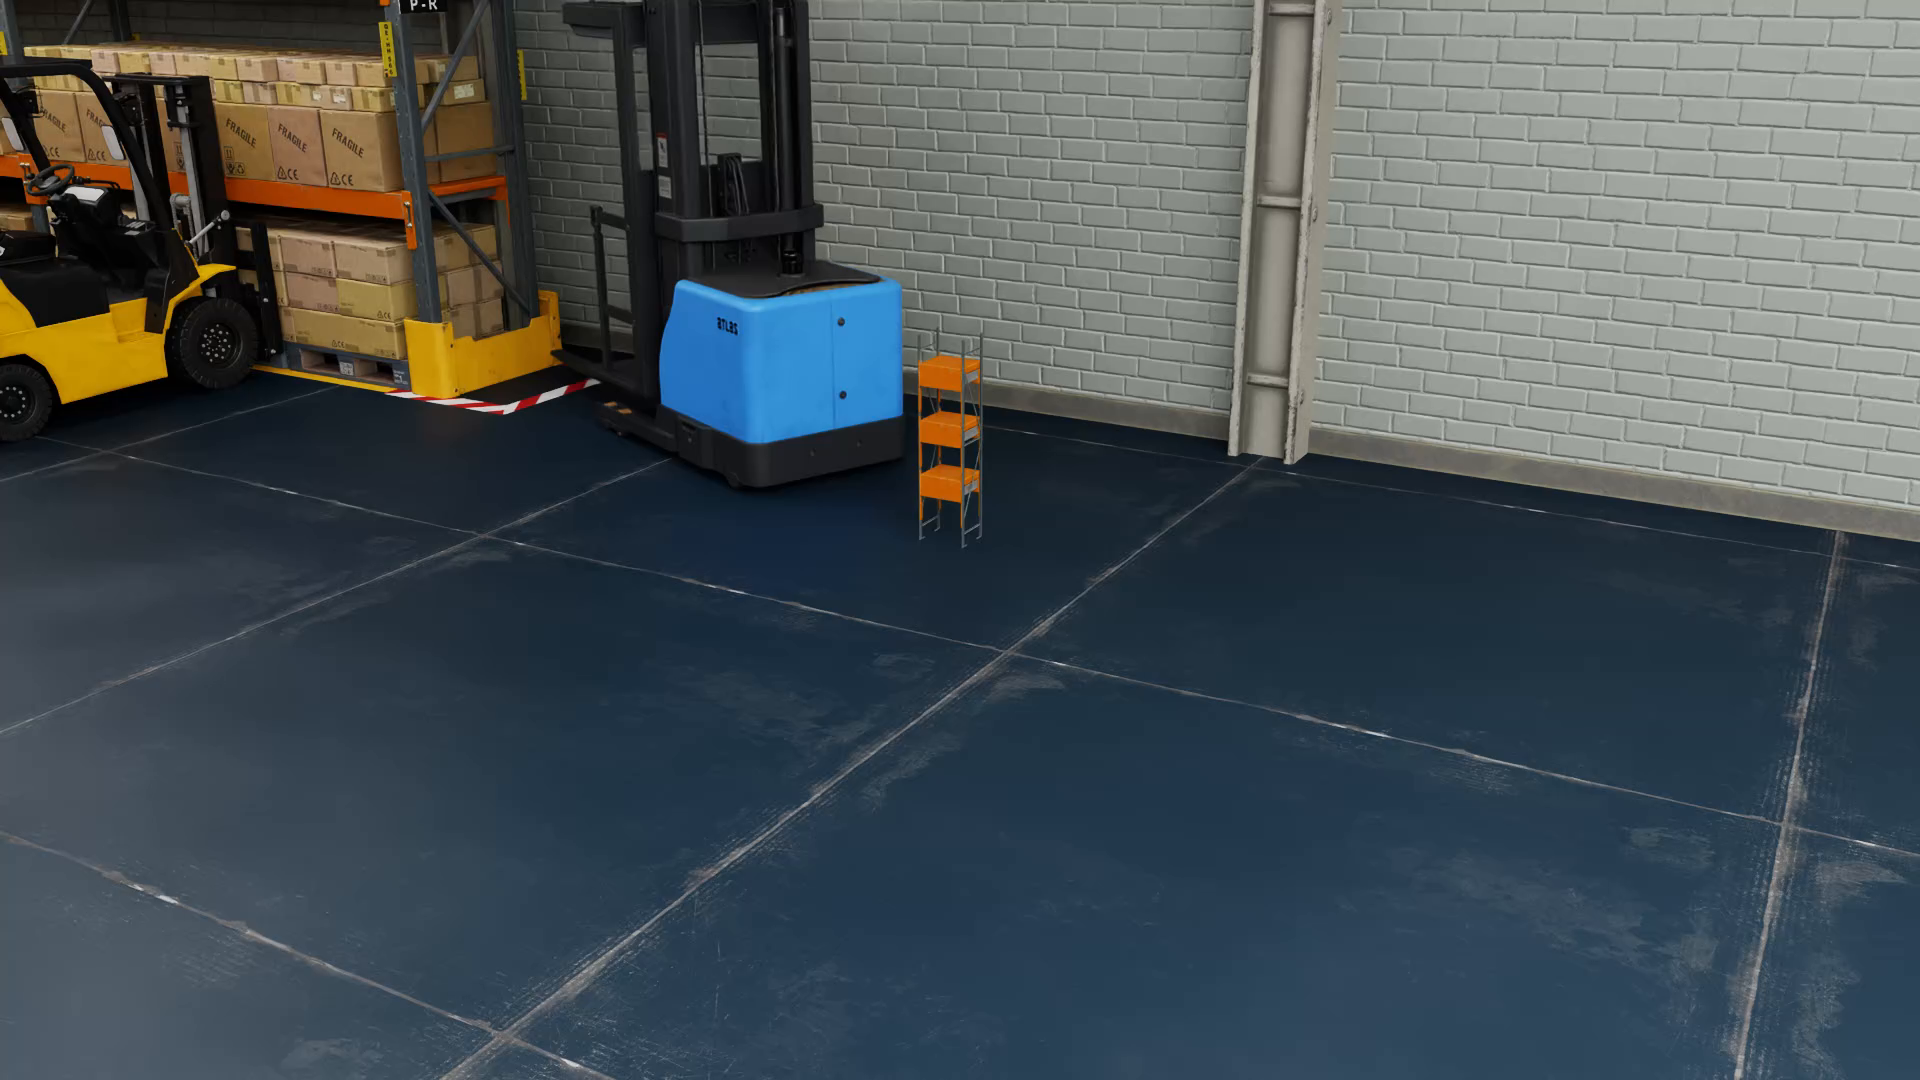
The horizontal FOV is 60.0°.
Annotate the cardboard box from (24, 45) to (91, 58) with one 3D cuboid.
[{"bbox_3d":[-6.616,-3.551,12.222,0.250,0.149,0.380,11,23,28],"label":"cardboard box"}]

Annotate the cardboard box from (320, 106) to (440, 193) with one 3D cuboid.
[{"bbox_3d":[-3.815,-2.586,10.950,0.500,0.500,0.500,10,22,26],"label":"cardboard box"}]

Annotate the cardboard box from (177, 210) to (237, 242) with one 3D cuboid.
[{"bbox_3d":[-5.598,-2.234,12.076,0.500,0.250,0.500,12,23,29],"label":"cardboard box"}]

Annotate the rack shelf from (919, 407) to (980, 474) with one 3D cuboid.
[{"bbox_3d":[-0.047,-0.492,8.214,0.240,0.259,0.215,11,23,27],"label":"rack shelf"}]

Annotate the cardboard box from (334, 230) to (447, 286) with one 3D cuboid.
[{"bbox_3d":[-3.811,-1.894,11.138,0.500,0.250,0.500,12,23,29],"label":"cardboard box"}]

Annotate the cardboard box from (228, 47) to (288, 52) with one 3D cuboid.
[{"bbox_3d":[-5.015,-3.455,11.958,0.250,0.149,0.380,12,23,29],"label":"cardboard box"}]

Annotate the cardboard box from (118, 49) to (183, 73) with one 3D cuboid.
[{"bbox_3d":[-5.702,-3.386,11.768,0.250,0.149,0.380,10,22,26],"label":"cardboard box"}]

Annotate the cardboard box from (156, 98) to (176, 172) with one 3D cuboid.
[{"bbox_3d":[-5.584,-2.931,11.899,0.500,0.500,0.500,11,22,27],"label":"cardboard box"}]

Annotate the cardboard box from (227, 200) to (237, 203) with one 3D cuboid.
[{"bbox_3d":[-5.775,-2.472,12.730,0.500,0.250,0.500,10,22,27],"label":"cardboard box"}]

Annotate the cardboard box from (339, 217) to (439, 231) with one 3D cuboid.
[{"bbox_3d":[-4.022,-2.129,11.785,0.500,0.250,0.500,11,23,27],"label":"cardboard box"}]

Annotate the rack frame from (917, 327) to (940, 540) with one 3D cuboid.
[{"bbox_3d":[-0.153,-0.523,8.267,0.008,1.050,0.200,11,23,27],"label":"rack frame"}]

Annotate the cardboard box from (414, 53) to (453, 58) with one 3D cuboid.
[{"bbox_3d":[-3.648,-3.210,11.281,0.250,0.149,0.380,12,23,29],"label":"cardboard box"}]

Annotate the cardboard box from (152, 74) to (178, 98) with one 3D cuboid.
[{"bbox_3d":[-5.496,-3.200,11.690,0.250,0.149,0.380,10,22,26],"label":"cardboard box"}]

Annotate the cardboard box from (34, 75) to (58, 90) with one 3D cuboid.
[{"bbox_3d":[-6.599,-3.421,12.301,0.250,0.149,0.380,10,22,26],"label":"cardboard box"}]

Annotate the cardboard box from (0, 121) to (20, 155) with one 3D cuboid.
[{"bbox_3d":[-7.317,-3.136,12.832,0.500,0.250,0.500,11,23,29],"label":"cardboard box"}]

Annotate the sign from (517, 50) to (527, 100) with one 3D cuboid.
[{"bbox_3d":[-2.981,-3.144,11.248,0.005,0.325,0.100,11,23,27],"label":"sign"}]

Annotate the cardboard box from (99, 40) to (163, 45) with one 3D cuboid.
[{"bbox_3d":[-6.323,-3.729,12.714,0.250,0.149,0.380,11,23,27],"label":"cardboard box"}]

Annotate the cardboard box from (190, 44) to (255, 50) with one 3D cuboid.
[{"bbox_3d":[-5.421,-3.563,12.255,0.250,0.149,0.380,10,22,26],"label":"cardboard box"}]

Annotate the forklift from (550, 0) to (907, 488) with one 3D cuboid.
[{"bbox_3d":[-1.592,-2.099,9.853,1.130,2.935,3.031,-14,24,-34],"label":"forklift"}]

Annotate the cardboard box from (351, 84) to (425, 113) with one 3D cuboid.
[{"bbox_3d":[-3.696,-2.862,10.758,0.250,0.149,0.380,11,23,28],"label":"cardboard box"}]

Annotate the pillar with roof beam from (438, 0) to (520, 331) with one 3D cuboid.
[{"bbox_3d":[-5.525,-4.458,7.459,0.400,9.000,9.100,11,23,27],"label":"pillar with roof beam"}]

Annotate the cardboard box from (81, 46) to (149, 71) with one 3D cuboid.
[{"bbox_3d":[-6.116,-3.495,12.067,0.250,0.149,0.380,10,22,26],"label":"cardboard box"}]

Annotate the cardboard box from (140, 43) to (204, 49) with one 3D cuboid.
[{"bbox_3d":[-5.887,-3.635,12.454,0.250,0.149,0.380,11,22,27],"label":"cardboard box"}]

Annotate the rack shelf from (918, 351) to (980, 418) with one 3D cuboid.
[{"bbox_3d":[-0.047,-0.759,8.117,0.240,0.259,0.215,11,23,27],"label":"rack shelf"}]

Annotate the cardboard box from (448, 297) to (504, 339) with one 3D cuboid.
[{"bbox_3d":[-3.590,-1.580,11.739,0.500,0.250,0.500,11,23,28],"label":"cardboard box"}]

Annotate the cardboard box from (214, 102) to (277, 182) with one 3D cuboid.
[{"bbox_3d":[-4.711,-2.760,11.430,0.500,0.500,0.500,10,22,26],"label":"cardboard box"}]

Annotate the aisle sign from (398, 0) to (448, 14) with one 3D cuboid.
[{"bbox_3d":[-3.343,-3.659,10.242,0.004,0.787,0.394,11,23,27],"label":"aisle sign"}]

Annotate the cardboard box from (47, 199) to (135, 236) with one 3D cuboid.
[{"bbox_3d":[-6.480,-2.402,12.538,0.500,0.250,0.500,10,22,26],"label":"cardboard box"}]

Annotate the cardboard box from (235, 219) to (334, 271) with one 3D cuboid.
[{"bbox_3d":[-4.705,-2.058,11.591,0.500,0.250,0.500,11,23,28],"label":"cardboard box"}]

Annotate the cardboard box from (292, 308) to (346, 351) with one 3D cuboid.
[{"bbox_3d":[-4.251,-1.510,11.546,0.500,0.250,0.500,11,23,27],"label":"cardboard box"}]

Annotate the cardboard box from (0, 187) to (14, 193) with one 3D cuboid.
[{"bbox_3d":[-8.541,-2.621,14.059,0.625,0.625,0.875,10,22,25],"label":"cardboard box"}]

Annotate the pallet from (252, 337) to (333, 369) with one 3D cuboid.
[{"bbox_3d":[-5.006,-1.543,12.308,1.213,0.211,1.003,11,23,27],"label":"pallet"}]

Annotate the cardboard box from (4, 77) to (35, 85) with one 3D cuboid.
[{"bbox_3d":[-7.156,-3.543,12.637,0.250,0.149,0.380,12,23,29],"label":"cardboard box"}]

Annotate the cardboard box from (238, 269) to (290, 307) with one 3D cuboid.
[{"bbox_3d":[-4.728,-1.830,11.693,0.500,0.250,0.500,10,22,26],"label":"cardboard box"}]

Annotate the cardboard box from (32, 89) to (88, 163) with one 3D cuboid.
[{"bbox_3d":[-6.489,-3.096,12.356,0.500,0.500,0.500,10,22,26],"label":"cardboard box"}]

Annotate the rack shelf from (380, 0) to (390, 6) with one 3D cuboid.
[{"bbox_3d":[-5.003,-3.940,11.485,4.000,0.370,1.077,11,23,27],"label":"rack shelf"}]

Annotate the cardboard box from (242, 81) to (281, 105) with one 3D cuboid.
[{"bbox_3d":[-4.598,-3.032,11.226,0.250,0.149,0.380,10,22,26],"label":"cardboard box"}]

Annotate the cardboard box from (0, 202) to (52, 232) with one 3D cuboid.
[{"bbox_3d":[-7.210,-2.365,13.354,0.625,0.625,0.875,12,23,30],"label":"cardboard box"}]

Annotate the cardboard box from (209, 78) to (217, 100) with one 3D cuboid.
[{"bbox_3d":[-5.002,-3.136,11.514,0.250,0.149,0.380,11,22,27],"label":"cardboard box"}]

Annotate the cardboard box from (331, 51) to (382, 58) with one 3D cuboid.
[{"bbox_3d":[-4.104,-3.286,11.490,0.250,0.149,0.380,11,23,28],"label":"cardboard box"}]

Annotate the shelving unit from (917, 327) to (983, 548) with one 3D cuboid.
[{"bbox_3d":[-0.047,-0.502,8.211,0.252,1.050,0.215,11,23,27],"label":"shelving unit"}]

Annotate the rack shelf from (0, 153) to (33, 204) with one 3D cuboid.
[{"bbox_3d":[-8.495,-3.195,13.830,4.000,0.370,1.077,11,23,27],"label":"rack shelf"}]

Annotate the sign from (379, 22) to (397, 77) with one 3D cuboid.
[{"bbox_3d":[-3.534,-3.032,10.280,0.005,0.325,0.100,11,23,27],"label":"sign"}]

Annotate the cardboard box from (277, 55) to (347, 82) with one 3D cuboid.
[{"bbox_3d":[-4.326,-3.155,11.130,0.250,0.149,0.380,11,23,28],"label":"cardboard box"}]

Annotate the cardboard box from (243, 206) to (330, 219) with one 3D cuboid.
[{"bbox_3d":[-4.898,-2.302,12.264,0.500,0.250,0.500,10,22,26],"label":"cardboard box"}]

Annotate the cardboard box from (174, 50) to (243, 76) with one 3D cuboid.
[{"bbox_3d":[-5.226,-3.324,11.597,0.250,0.149,0.380,11,23,28],"label":"cardboard box"}]

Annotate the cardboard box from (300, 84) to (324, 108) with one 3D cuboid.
[{"bbox_3d":[-4.131,-2.957,11.020,0.250,0.149,0.380,11,23,28],"label":"cardboard box"}]

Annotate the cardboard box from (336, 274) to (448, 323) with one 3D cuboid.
[{"bbox_3d":[-3.834,-1.663,11.235,0.500,0.250,0.500,10,22,27],"label":"cardboard box"}]

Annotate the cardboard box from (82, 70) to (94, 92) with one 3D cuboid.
[{"bbox_3d":[-6.131,-3.344,12.087,0.250,0.149,0.380,11,23,27],"label":"cardboard box"}]

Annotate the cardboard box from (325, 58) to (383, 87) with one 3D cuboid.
[{"bbox_3d":[-3.903,-3.056,10.857,0.250,0.149,0.380,11,23,27],"label":"cardboard box"}]

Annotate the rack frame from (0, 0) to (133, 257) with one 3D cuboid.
[{"bbox_3d":[-6.749,-3.201,12.790,0.127,3.000,1.000,11,23,27],"label":"rack frame"}]

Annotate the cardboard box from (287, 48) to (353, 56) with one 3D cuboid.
[{"bbox_3d":[-4.528,-3.395,11.792,0.250,0.149,0.380,10,22,26],"label":"cardboard box"}]

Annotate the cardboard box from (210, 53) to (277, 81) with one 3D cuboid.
[{"bbox_3d":[-4.836,-3.207,11.272,0.250,0.149,0.380,11,23,28],"label":"cardboard box"}]
